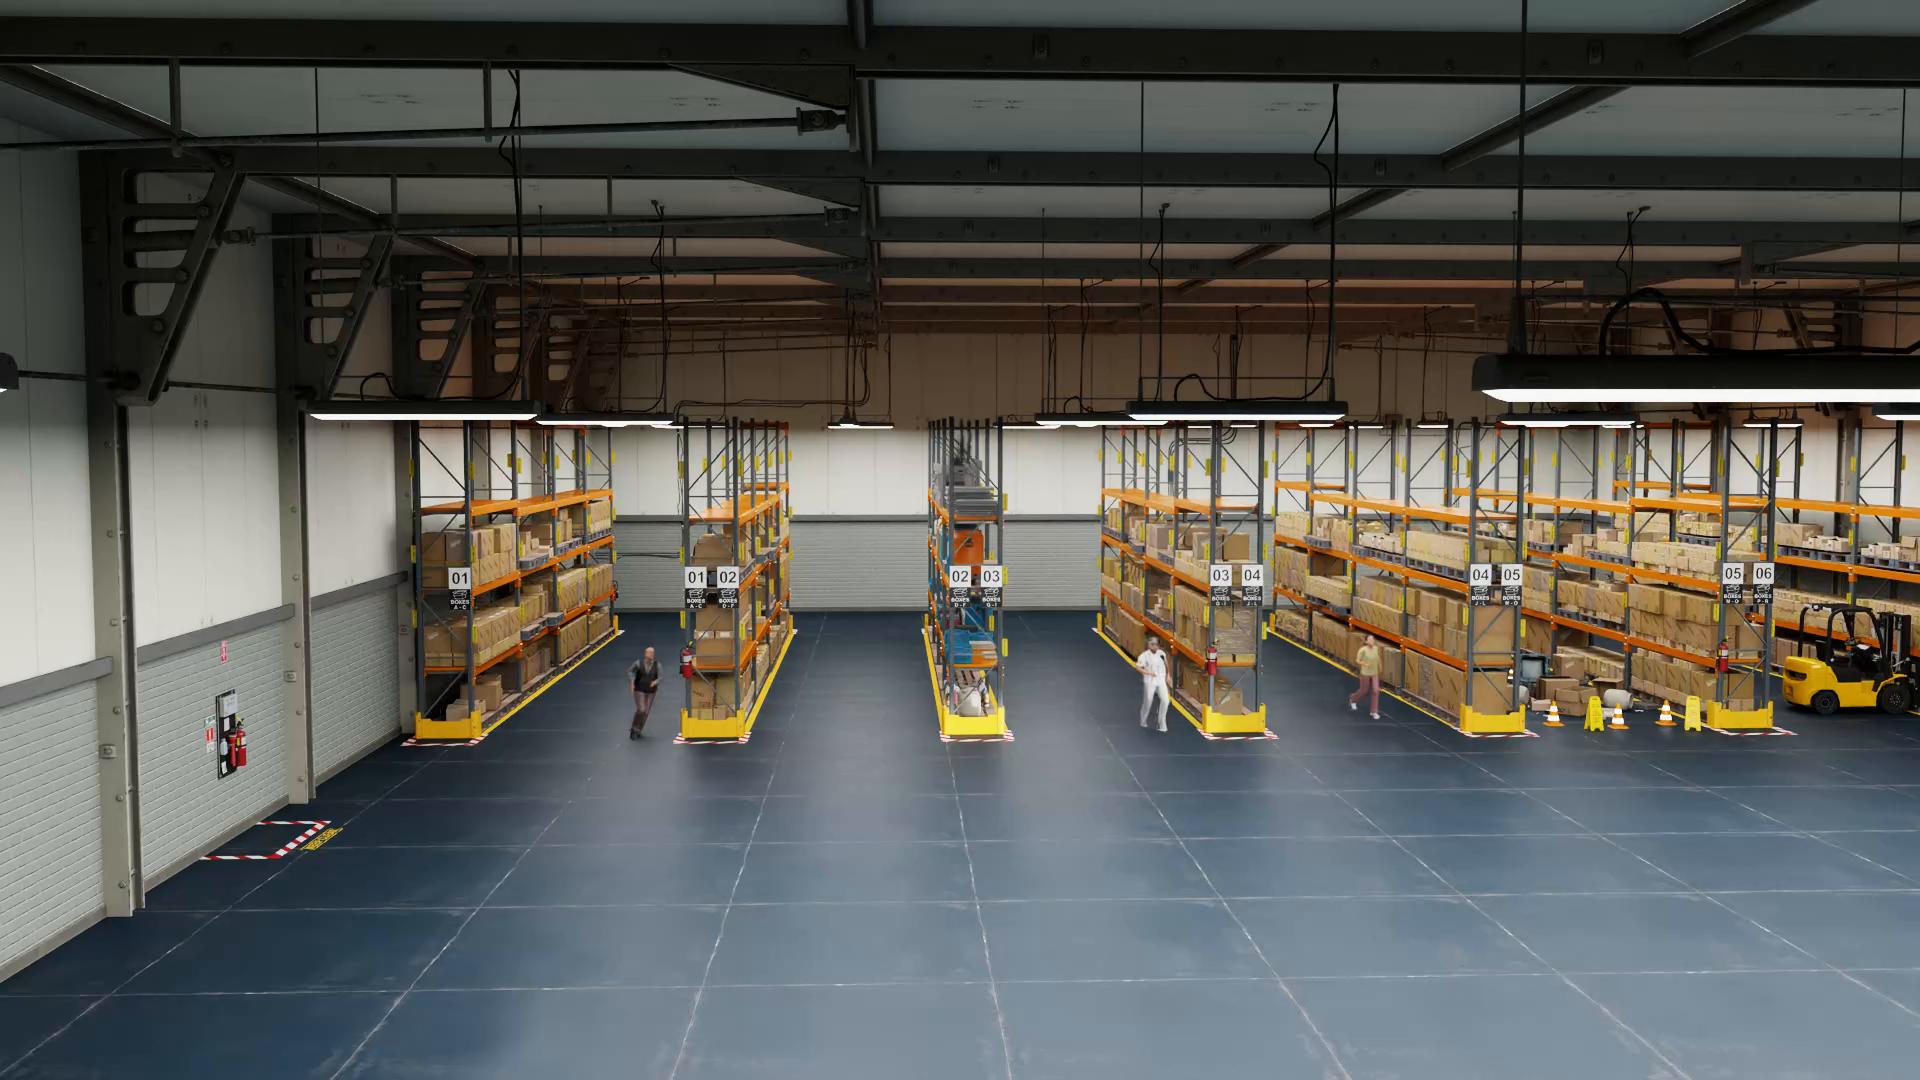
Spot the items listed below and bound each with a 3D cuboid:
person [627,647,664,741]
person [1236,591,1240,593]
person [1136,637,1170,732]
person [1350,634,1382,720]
[{"bbox_3d":[-5.852,2.863,31.002,0.656,1.719,0.647,-2,4,-26],"label":"person"},{"bbox_3d":[7.765,1.729,47.286,0.761,1.747,1.025,1,4,17],"label":"person"},{"bbox_3d":[3.708,2.763,31.915,0.706,1.839,0.706,-1,4,-15],"label":"person"},{"bbox_3d":[8.200,2.712,33.426,0.585,1.674,0.950,-1,4,-13],"label":"person"}]
